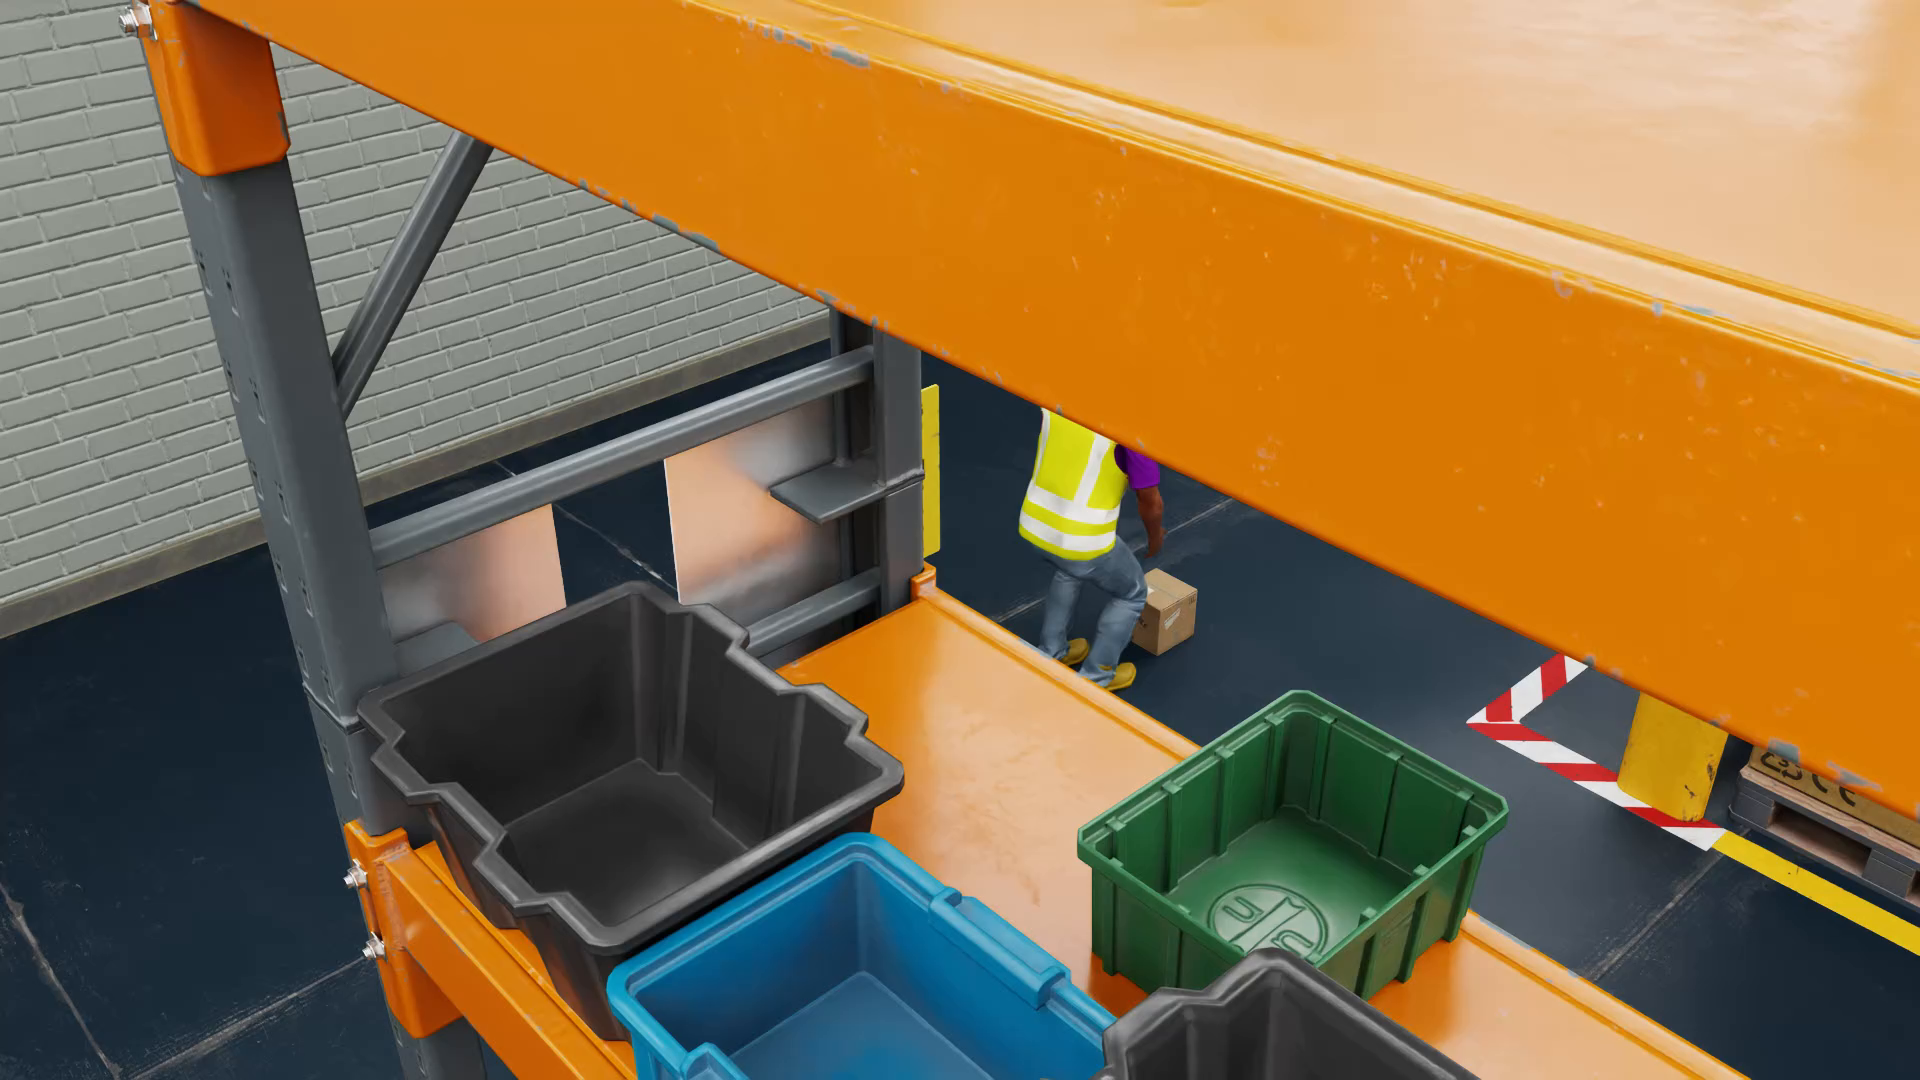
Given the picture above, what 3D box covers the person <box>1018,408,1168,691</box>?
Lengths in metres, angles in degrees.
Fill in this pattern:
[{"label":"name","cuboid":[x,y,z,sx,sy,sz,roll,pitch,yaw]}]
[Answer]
[{"label":"person","cuboid":[0.546,-0.090,6.974,0.666,1.544,0.625,-25,40,-35]}]
